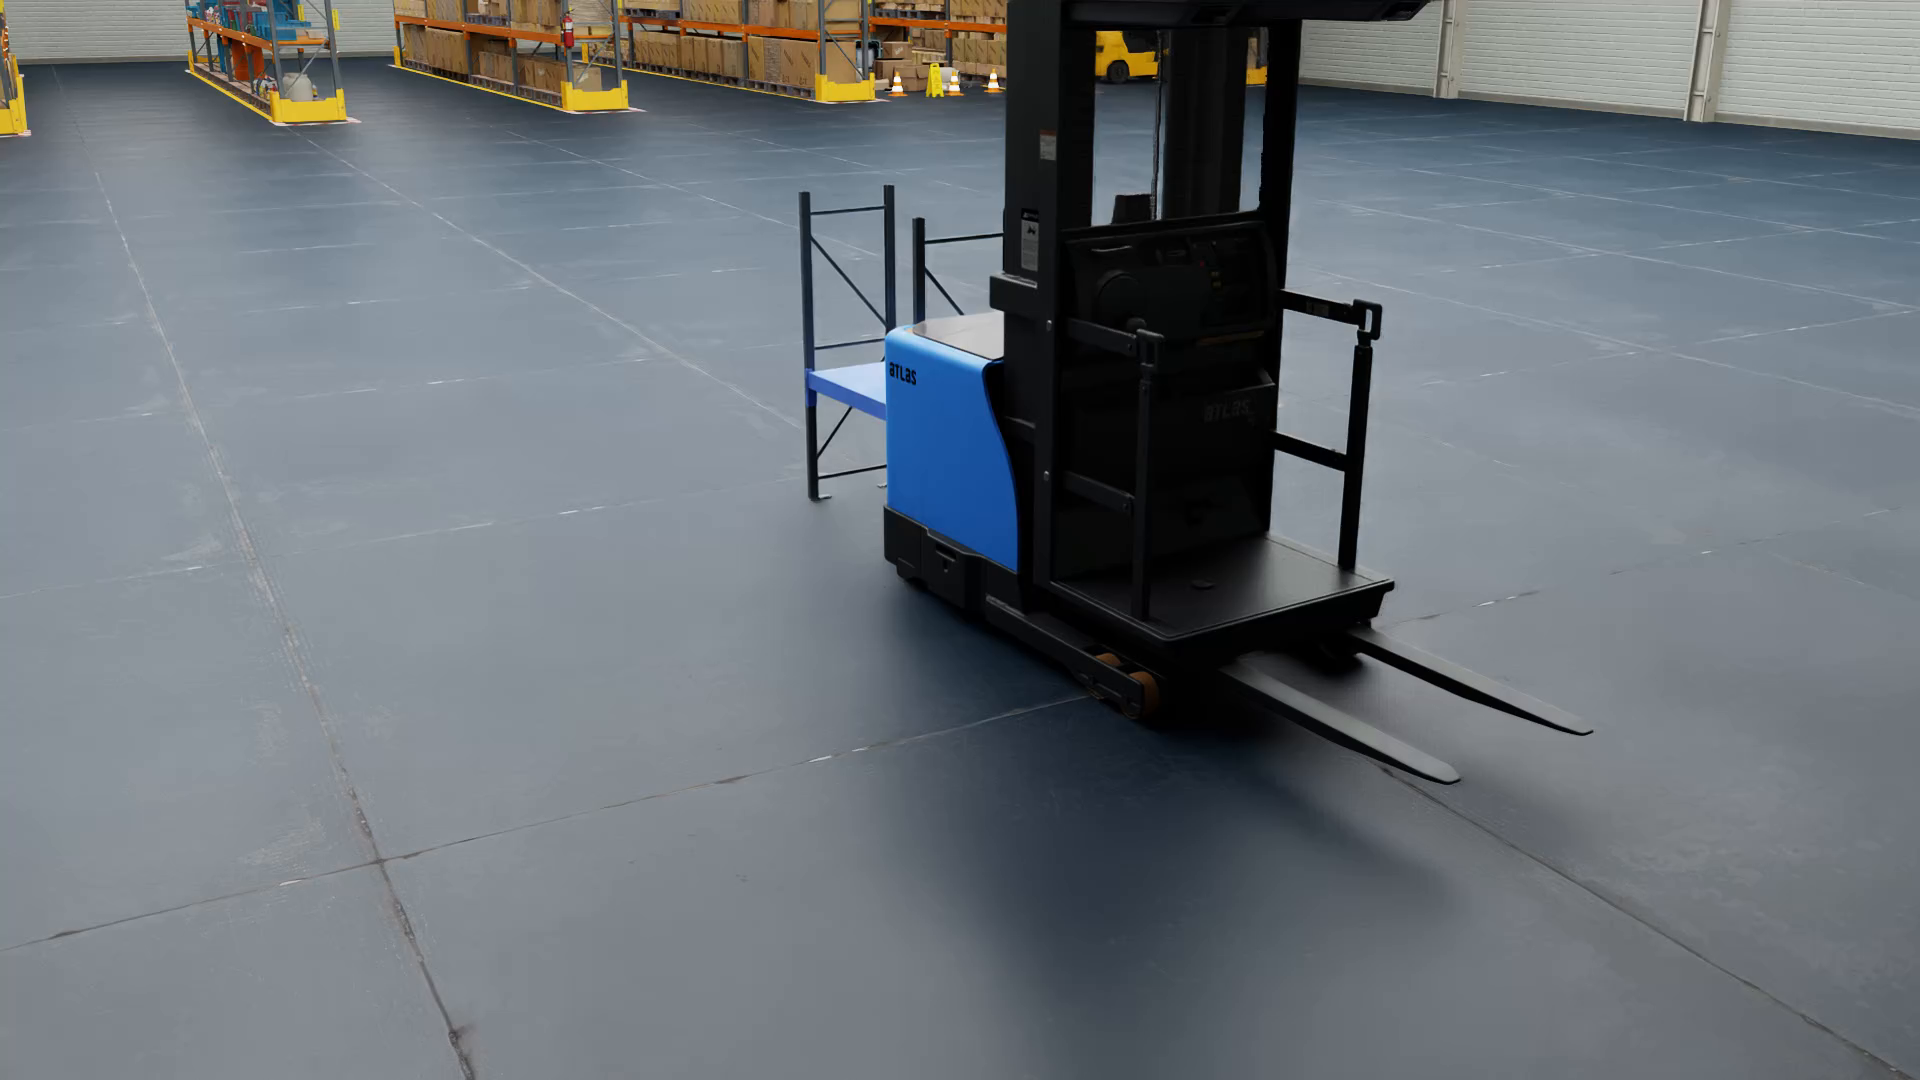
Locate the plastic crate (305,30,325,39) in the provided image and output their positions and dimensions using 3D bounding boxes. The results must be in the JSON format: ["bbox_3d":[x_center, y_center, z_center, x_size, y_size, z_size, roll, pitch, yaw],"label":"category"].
[{"bbox_3d":[-11.180,-8.760,28.825,0.298,0.136,0.250,-10,21,-27],"label":"plastic crate"}]

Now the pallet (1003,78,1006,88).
[{"bbox_3d":[1.651,-9.823,35.774,1.003,0.211,1.213,-10,21,-27],"label":"pallet"}]

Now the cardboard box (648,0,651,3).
[{"bbox_3d":[-7.315,-13.043,40.117,0.380,0.149,0.250,-9,21,-25],"label":"cardboard box"}]

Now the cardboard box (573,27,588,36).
[{"bbox_3d":[-6.996,-9.277,30.301,0.380,0.149,0.250,-10,21,-27],"label":"cardboard box"}]

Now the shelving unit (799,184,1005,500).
[{"bbox_3d":[-0.257,-0.813,7.687,0.538,1.500,1.048,-12,22,-31],"label":"shelving unit"}]

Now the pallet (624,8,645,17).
[{"bbox_3d":[-7.730,-13.197,41.572,1.003,0.211,1.213,-10,21,-27],"label":"pallet"}]

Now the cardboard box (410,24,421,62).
[{"bbox_3d":[-13.471,-12.700,42.451,0.875,0.875,0.875,-10,21,-27],"label":"cardboard box"}]

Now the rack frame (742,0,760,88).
[{"bbox_3d":[-4.166,-11.233,35.586,1.000,3.000,0.127,-10,21,-27],"label":"rack frame"}]

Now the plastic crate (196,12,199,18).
[{"bbox_3d":[-17.828,-12.380,39.223,0.293,0.136,0.466,-10,21,-27],"label":"plastic crate"}]

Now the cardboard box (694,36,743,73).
[{"bbox_3d":[-5.437,-11.077,37.940,1.050,0.750,0.750,-10,21,-26],"label":"cardboard box"}]

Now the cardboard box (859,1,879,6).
[{"bbox_3d":[-2.210,-13.442,41.452,0.500,0.250,0.500,-10,21,-27],"label":"cardboard box"}]

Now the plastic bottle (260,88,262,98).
[{"bbox_3d":[-12.716,-8.177,30.344,0.097,0.201,0.097,0,19,0],"label":"plastic bottle"}]

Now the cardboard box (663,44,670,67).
[{"bbox_3d":[-6.851,-11.696,40.117,0.500,0.500,0.500,-9,21,-24],"label":"cardboard box"}]

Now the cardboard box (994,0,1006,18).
[{"bbox_3d":[1.074,-11.470,35.664,0.500,0.500,0.500,-10,21,-27],"label":"cardboard box"}]

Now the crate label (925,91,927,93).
[{"bbox_3d":[-0.541,-9.397,34.655,0.298,0.136,0.250,11,22,30],"label":"crate label"}]

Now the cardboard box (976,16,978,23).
[{"bbox_3d":[0.570,-11.486,36.704,0.380,0.149,0.250,-10,21,-27],"label":"cardboard box"}]

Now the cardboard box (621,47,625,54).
[{"bbox_3d":[-8.533,-12.638,42.928,0.380,0.149,0.250,-11,22,-29],"label":"cardboard box"}]

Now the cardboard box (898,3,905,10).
[{"bbox_3d":[-1.276,-12.823,39.936,0.380,0.149,0.250,-9,21,-23],"label":"cardboard box"}]

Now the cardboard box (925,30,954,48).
[{"bbox_3d":[-0.610,-14.819,49.166,0.700,0.500,0.500,-9,21,-24],"label":"cardboard box"}]

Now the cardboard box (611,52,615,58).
[{"bbox_3d":[-8.942,-12.737,43.672,0.380,0.149,0.250,-10,21,-27],"label":"cardboard box"}]

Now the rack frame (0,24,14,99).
[{"bbox_3d":[-17.299,-8.960,29.000,1.000,3.000,0.127,-10,21,-27],"label":"rack frame"}]

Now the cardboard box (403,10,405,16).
[{"bbox_3d":[-13.909,-13.372,42.170,0.380,0.149,0.250,-10,22,-28],"label":"cardboard box"}]

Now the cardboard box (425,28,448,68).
[{"bbox_3d":[-12.056,-11.804,39.854,1.225,0.875,0.875,-10,21,-26],"label":"cardboard box"}]

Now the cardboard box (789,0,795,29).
[{"bbox_3d":[-2.918,-10.590,33.492,0.875,0.550,0.550,-10,21,-27],"label":"cardboard box"}]

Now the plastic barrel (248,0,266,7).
[{"bbox_3d":[-14.350,-10.853,34.276,0.600,0.536,0.708,-10,21,-27],"label":"plastic barrel"}]

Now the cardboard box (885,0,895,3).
[{"bbox_3d":[-1.493,-13.250,40.178,0.500,0.500,0.500,-9,21,-24],"label":"cardboard box"}]

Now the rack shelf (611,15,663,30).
[{"bbox_3d":[-8.914,-13.764,44.023,1.077,0.370,4.000,-10,21,-27],"label":"rack shelf"}]

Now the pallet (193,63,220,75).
[{"bbox_3d":[-18.278,-11.610,40.955,1.003,0.211,1.213,-10,21,-27],"label":"pallet"}]

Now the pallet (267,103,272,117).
[{"bbox_3d":[-11.497,-7.509,29.068,1.003,0.211,1.213,-10,21,-27],"label":"pallet"}]

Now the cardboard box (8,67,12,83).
[{"bbox_3d":[-17.509,-8.426,30.163,0.500,0.311,0.500,-10,22,-27],"label":"cardboard box"}]

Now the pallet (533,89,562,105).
[{"bbox_3d":[-7.645,-8.638,32.340,1.003,0.211,1.213,-10,21,-27],"label":"pallet"}]

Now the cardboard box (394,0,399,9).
[{"bbox_3d":[-14.287,-13.829,42.882,0.500,0.250,0.500,-11,22,-28],"label":"cardboard box"}]

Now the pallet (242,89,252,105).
[{"bbox_3d":[-13.345,-8.628,32.311,1.003,0.211,1.213,-10,21,-27],"label":"pallet"}]

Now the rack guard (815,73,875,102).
[{"bbox_3d":[-2.255,-8.896,32.646,1.175,0.500,0.348,-10,21,-27],"label":"rack guard"}]

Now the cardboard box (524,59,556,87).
[{"bbox_3d":[-8.424,-9.390,33.432,0.500,0.500,0.500,-11,22,-28],"label":"cardboard box"}]

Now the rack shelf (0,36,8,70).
[{"bbox_3d":[-16.349,-8.046,27.454,1.077,0.370,4.000,-10,21,-27],"label":"rack shelf"}]

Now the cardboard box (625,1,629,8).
[{"bbox_3d":[-8.182,-13.425,41.680,0.380,0.149,0.250,-11,22,-29],"label":"cardboard box"}]

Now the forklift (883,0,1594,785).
[{"bbox_3d":[0.892,-0.934,5.844,1.130,2.935,3.031,-12,22,-31],"label":"forklift"}]

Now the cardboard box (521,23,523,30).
[{"bbox_3d":[-8.364,-10.055,32.558,0.380,0.149,0.250,-10,21,-27],"label":"cardboard box"}]

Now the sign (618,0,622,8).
[{"bbox_3d":[-6.202,-9.839,30.219,0.100,0.325,0.005,-10,21,-27],"label":"sign"}]

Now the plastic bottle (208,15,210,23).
[{"bbox_3d":[-16.601,-11.567,36.858,0.097,0.201,0.097,0,19,0],"label":"plastic bottle"}]

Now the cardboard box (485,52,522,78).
[{"bbox_3d":[-9.868,-10.322,36.103,0.700,0.500,0.500,-12,22,-31],"label":"cardboard box"}]

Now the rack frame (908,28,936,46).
[{"bbox_3d":[-1.189,-16.243,50.107,1.000,3.000,0.127,-10,21,-27],"label":"rack frame"}]

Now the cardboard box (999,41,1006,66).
[{"bbox_3d":[1.181,-10.473,35.804,0.500,0.500,0.500,-9,21,-25],"label":"cardboard box"}]

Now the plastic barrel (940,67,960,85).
[{"bbox_3d":[-0.271,-10.021,36.023,0.512,0.421,0.421,4,19,11],"label":"plastic barrel"}]

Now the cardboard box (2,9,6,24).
[{"bbox_3d":[-21.100,-11.493,36.185,0.500,0.500,0.500,-9,21,-25],"label":"cardboard box"}]

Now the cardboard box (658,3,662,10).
[{"bbox_3d":[-6.943,-12.677,39.512,0.380,0.149,0.250,-10,21,-26],"label":"cardboard box"}]

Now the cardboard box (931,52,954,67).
[{"bbox_3d":[-0.108,-11.135,38.688,0.950,0.372,0.625,-10,21,-26],"label":"cardboard box"}]

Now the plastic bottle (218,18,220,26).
[{"bbox_3d":[-15.599,-10.961,35.103,0.097,0.201,0.097,0,19,0],"label":"plastic bottle"}]
